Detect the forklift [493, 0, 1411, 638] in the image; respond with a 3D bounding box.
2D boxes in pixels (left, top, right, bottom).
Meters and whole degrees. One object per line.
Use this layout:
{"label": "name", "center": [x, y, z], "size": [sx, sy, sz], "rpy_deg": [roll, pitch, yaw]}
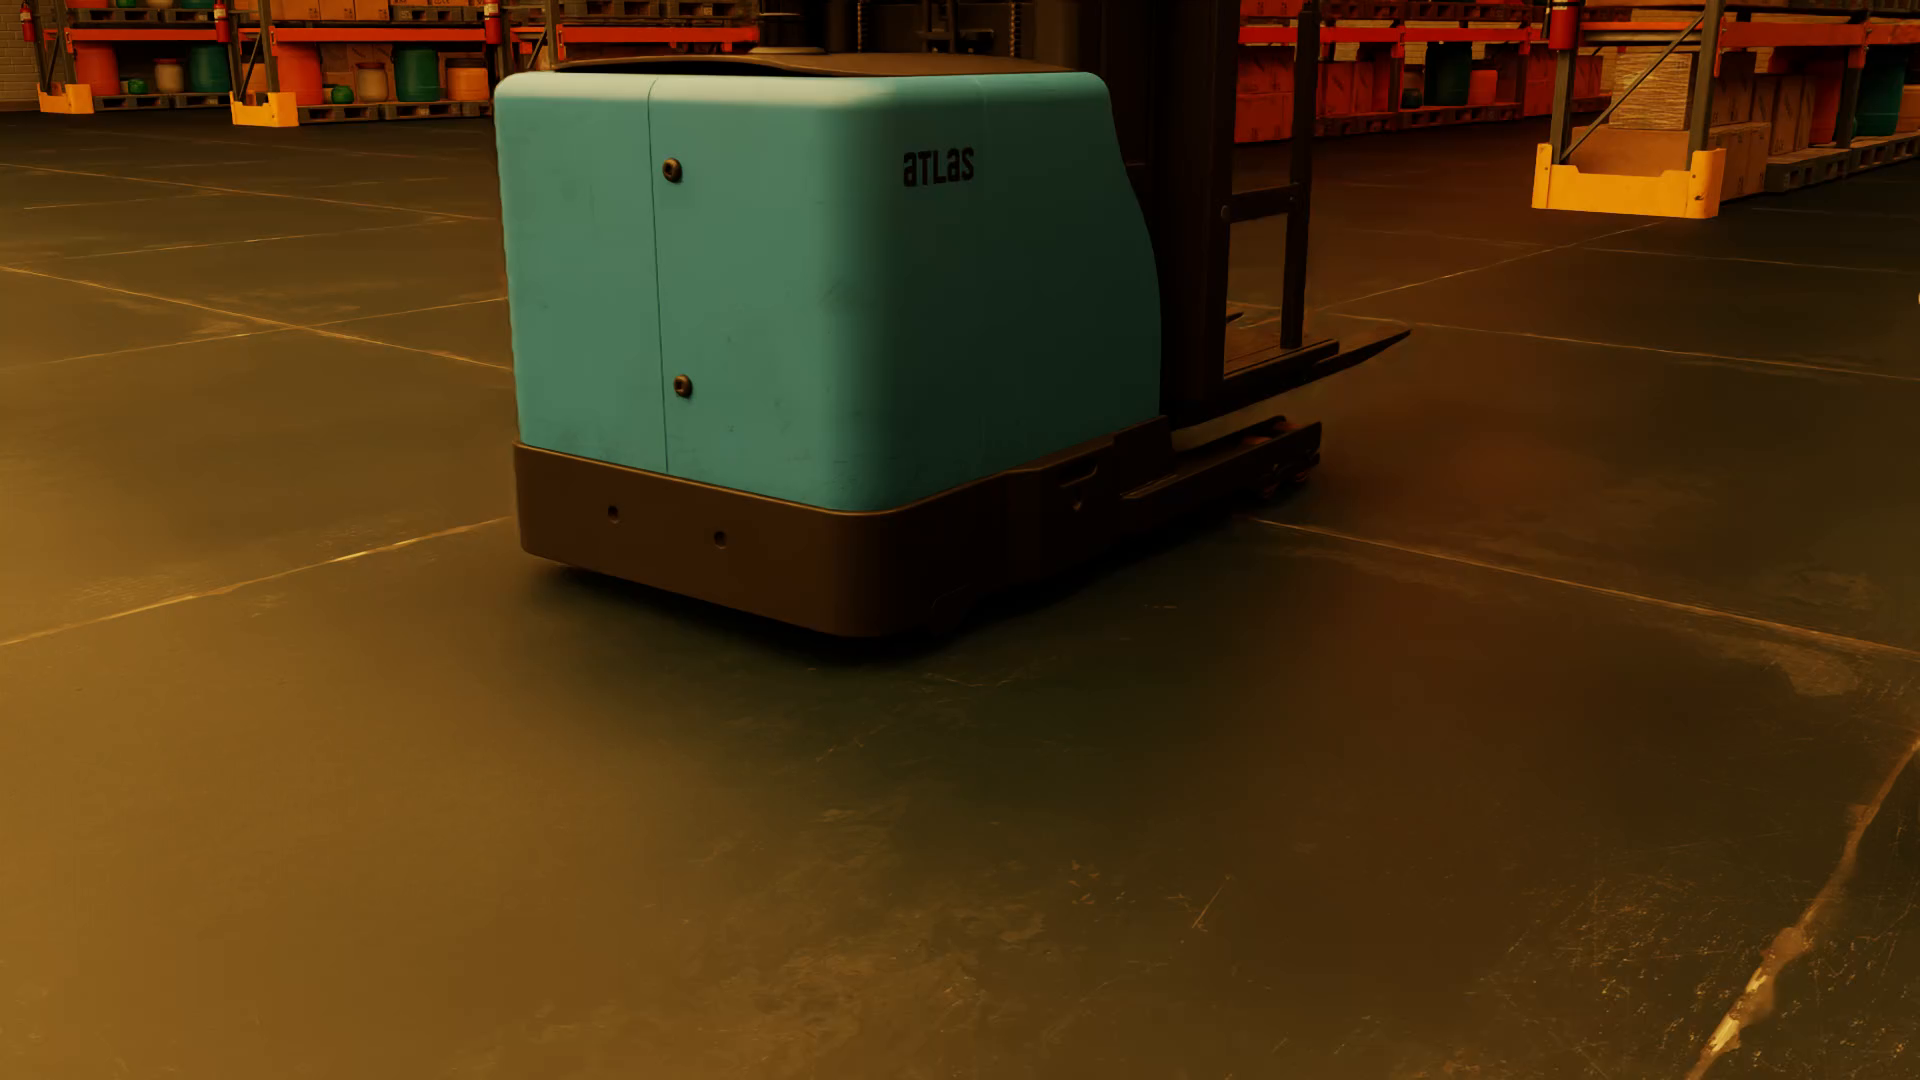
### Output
{"label": "forklift", "center": [0.312, -1.583, 4.111], "size": [1.130, 2.935, 3.031], "rpy_deg": [12, 21, 35]}
